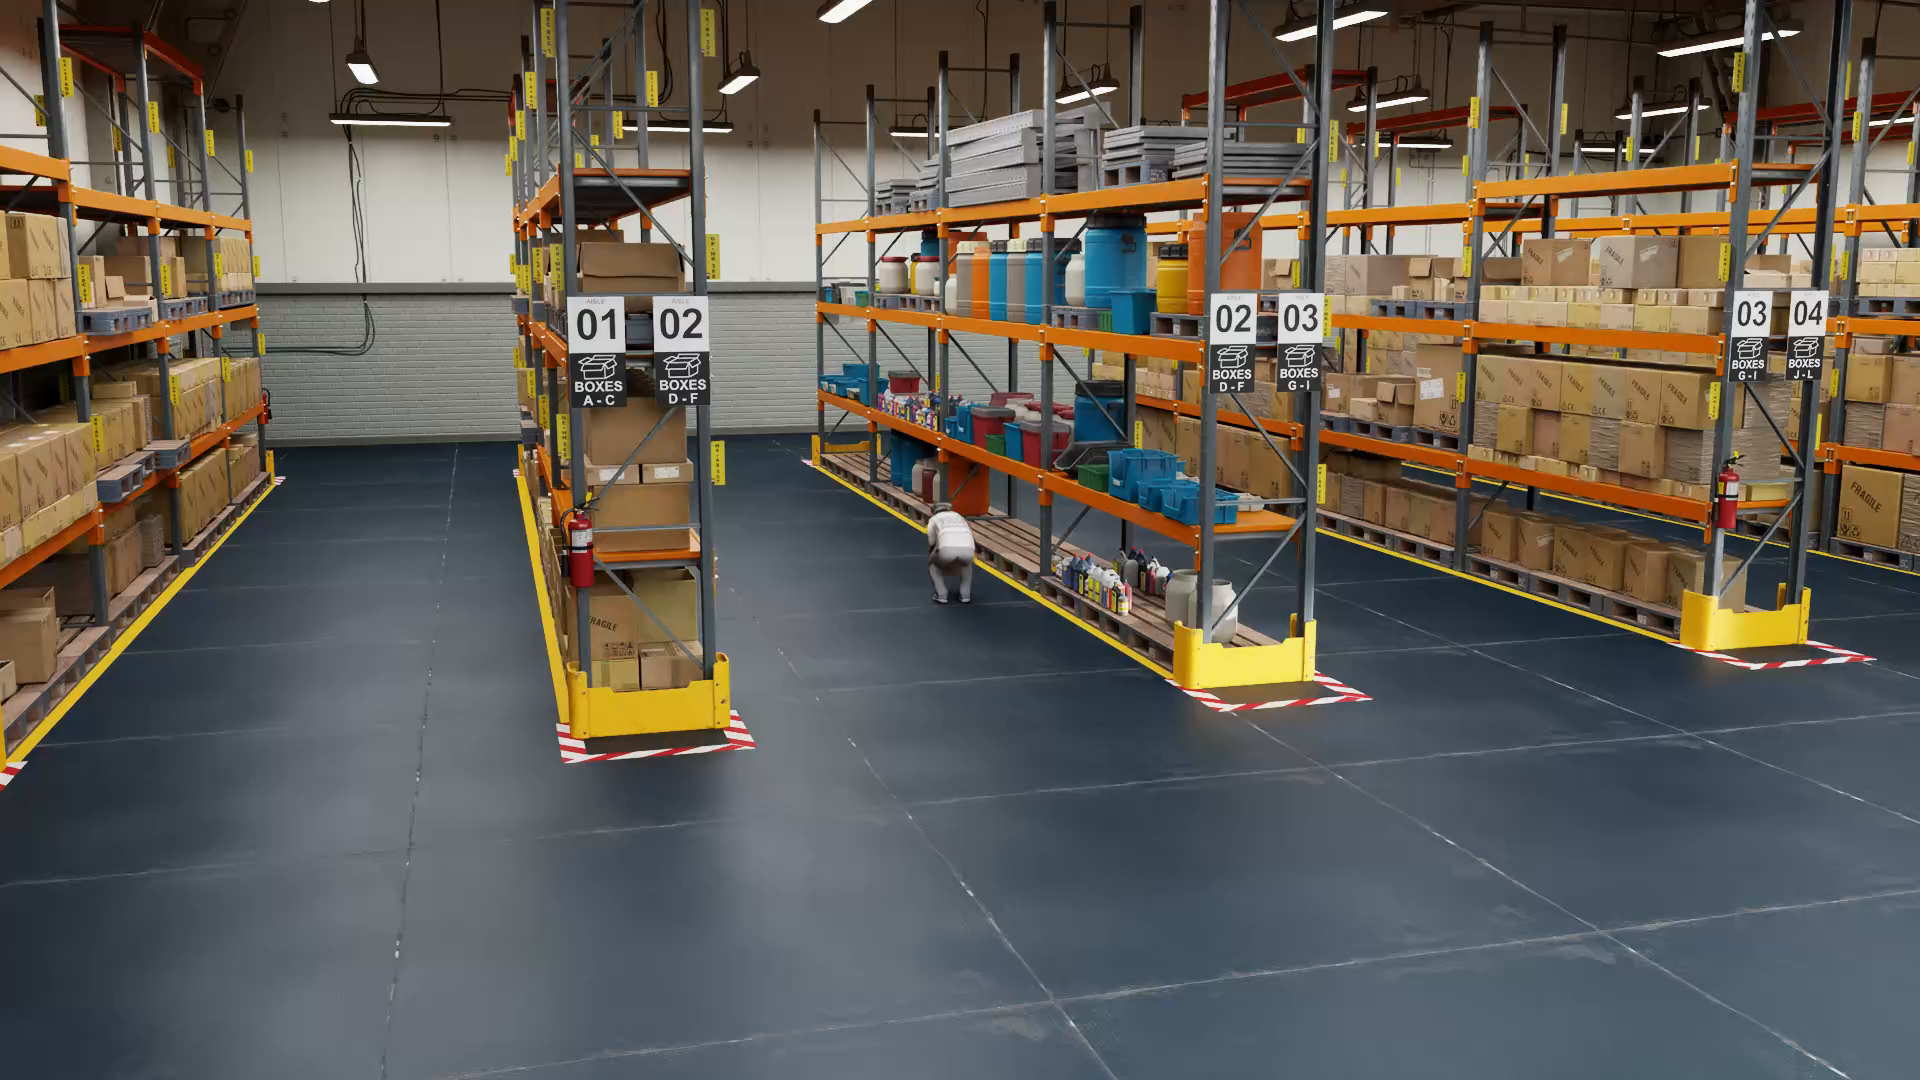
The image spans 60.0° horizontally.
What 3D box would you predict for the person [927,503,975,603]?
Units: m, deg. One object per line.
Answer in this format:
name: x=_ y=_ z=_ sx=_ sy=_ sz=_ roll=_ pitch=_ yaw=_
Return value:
person: x=-0.104 y=0.131 z=17.231 sx=0.465 sy=0.974 sz=0.899 roll=-2 pitch=9 yaw=-10
